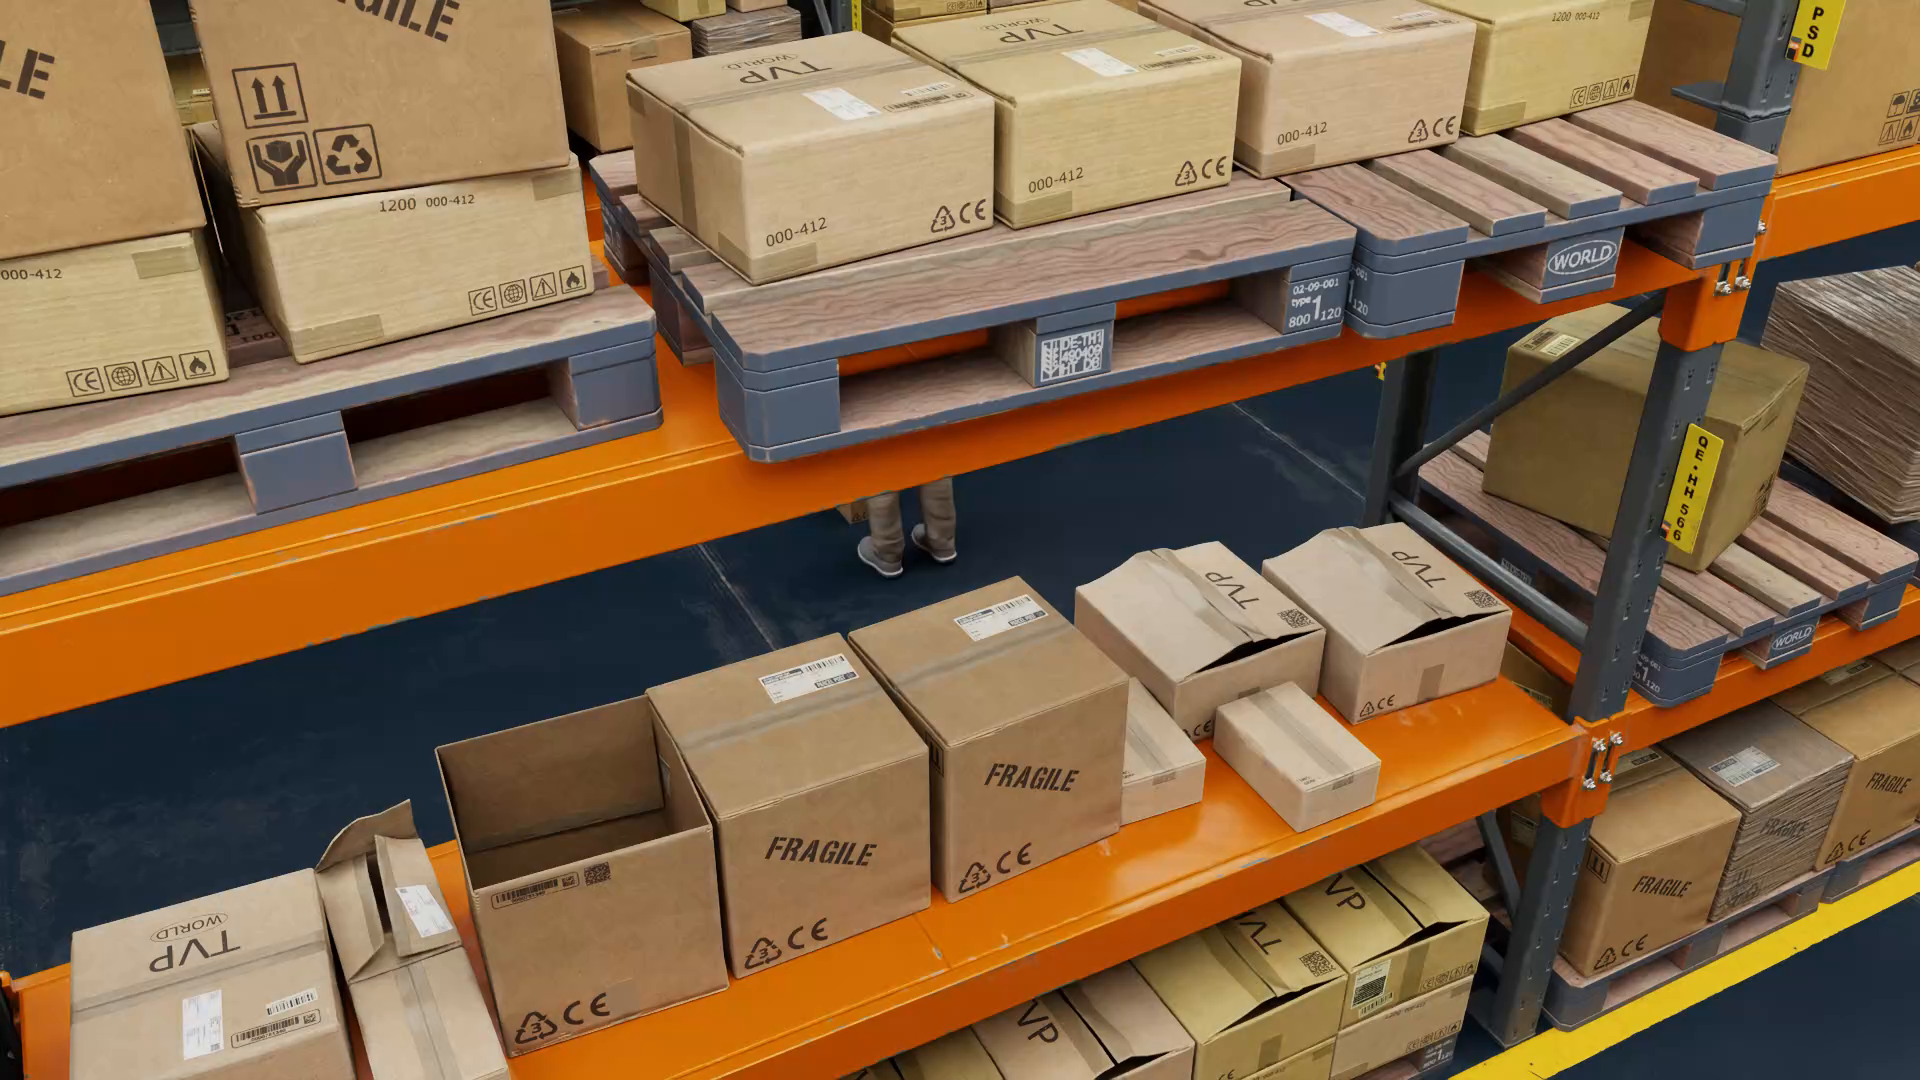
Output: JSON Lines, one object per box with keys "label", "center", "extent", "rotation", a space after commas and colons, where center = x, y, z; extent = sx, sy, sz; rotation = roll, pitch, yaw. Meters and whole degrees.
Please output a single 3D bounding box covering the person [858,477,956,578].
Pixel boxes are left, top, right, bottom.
{"label": "person", "center": [-0.264, -0.635, 7.157], "extent": [0.532, 1.723, 0.357], "rotation": [-15, 36, -22]}
